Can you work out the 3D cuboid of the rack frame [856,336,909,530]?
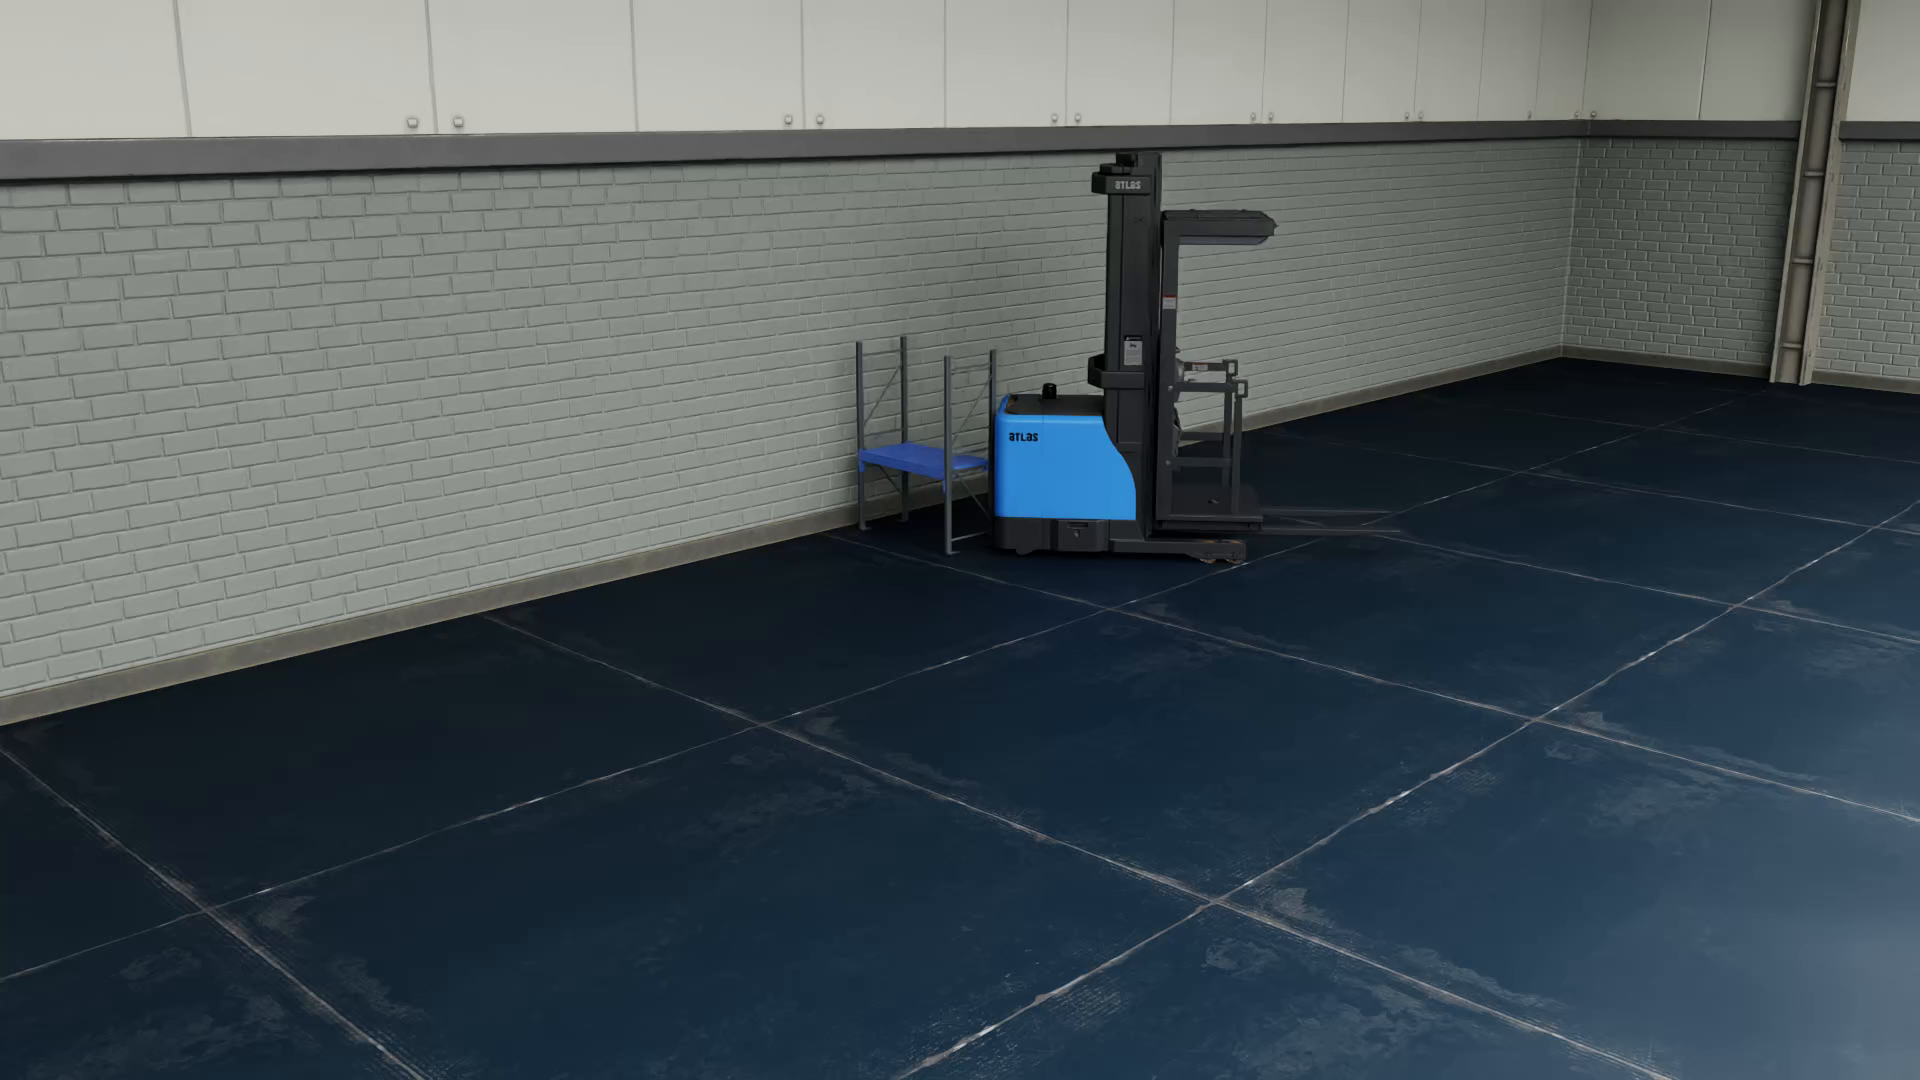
[{"bbox_3d":[-0.613,-0.847,13.208,0.500,1.500,0.032,-13,20,-41],"label":"rack frame"}]

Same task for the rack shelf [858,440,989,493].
[{"bbox_3d":[-0.268,-0.579,12.892,0.538,0.185,1.000,-13,20,-41],"label":"rack shelf"}]

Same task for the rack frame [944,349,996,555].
[{"bbox_3d":[0.076,-0.659,12.485,0.500,1.500,0.032,-13,20,-41],"label":"rack frame"}]

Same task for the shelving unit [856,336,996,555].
[{"bbox_3d":[-0.268,-0.753,12.847,0.538,1.500,1.048,-13,20,-41],"label":"shelving unit"}]

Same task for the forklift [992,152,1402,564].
[{"bbox_3d":[1.790,-1.384,12.429,3.031,2.935,1.130,1,15,5],"label":"forklift"}]

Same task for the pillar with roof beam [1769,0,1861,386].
[{"bbox_3d":[7.166,-5.502,16.201,0.400,9.000,9.100,14,20,42],"label":"pillar with roof beam"}]
